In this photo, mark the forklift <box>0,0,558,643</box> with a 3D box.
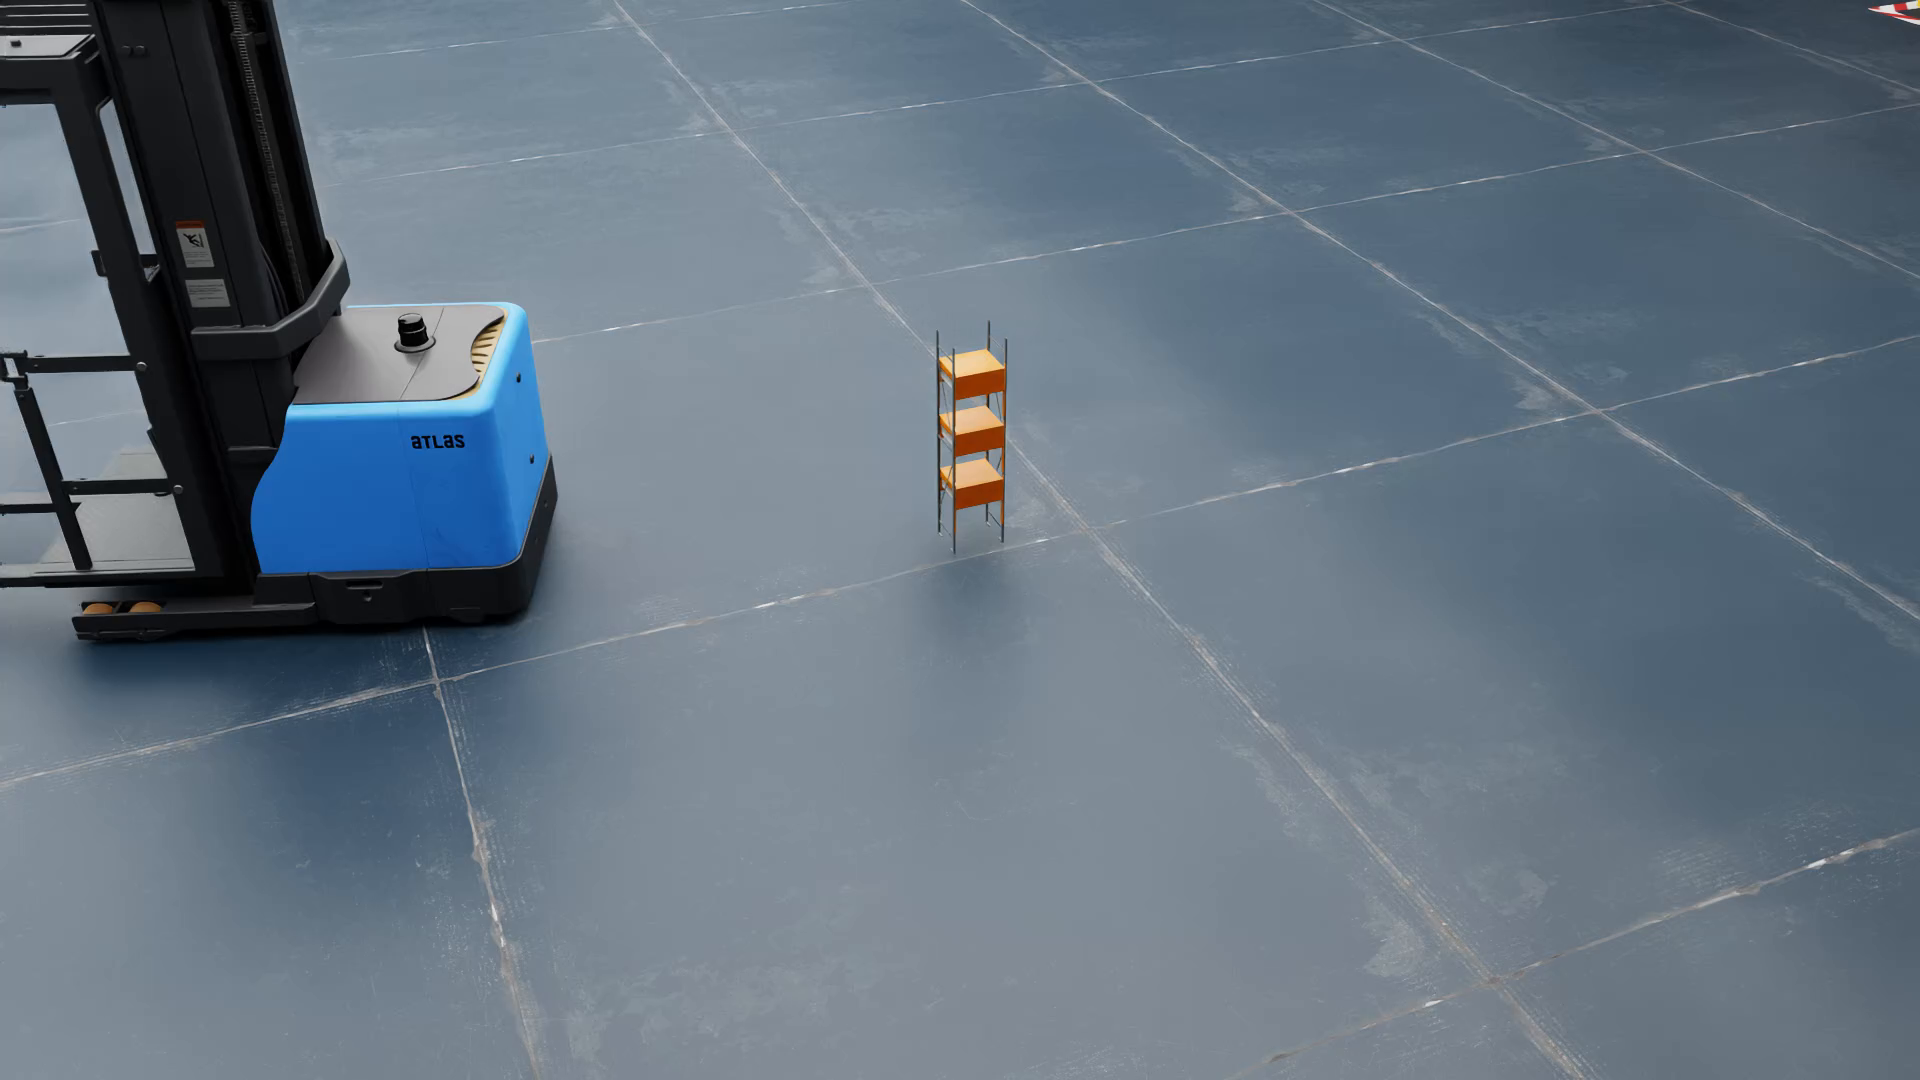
[{"bbox_3d":[-3.404,-1.090,6.737,3.031,2.935,1.130,-2,33,-3],"label":"forklift"}]

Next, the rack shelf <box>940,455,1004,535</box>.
[{"bbox_3d":[0.049,-0.210,7.638,0.240,0.259,0.215,-13,35,-19],"label":"rack shelf"}]

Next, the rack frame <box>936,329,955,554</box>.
[{"bbox_3d":[-0.063,-0.426,7.441,0.008,1.050,0.200,-13,35,-19],"label":"rack frame"}]

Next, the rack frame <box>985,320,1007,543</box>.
[{"bbox_3d":[0.162,-0.477,7.521,0.008,1.050,0.200,-13,35,-19],"label":"rack frame"}]

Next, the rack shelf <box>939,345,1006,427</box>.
[{"bbox_3d":[0.049,-0.680,7.332,0.240,0.259,0.215,-13,35,-19],"label":"rack shelf"}]

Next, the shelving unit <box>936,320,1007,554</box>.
[{"bbox_3d":[0.049,-0.451,7.481,0.252,1.050,0.215,-13,35,-19],"label":"shelving unit"}]

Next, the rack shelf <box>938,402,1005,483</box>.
[{"bbox_3d":[0.049,-0.442,7.487,0.240,0.259,0.215,-13,35,-19],"label":"rack shelf"}]

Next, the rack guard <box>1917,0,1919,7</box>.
[{"bbox_3d":[9.172,-4.882,14.795,0.348,0.500,1.175,-13,35,-19],"label":"rack guard"}]
